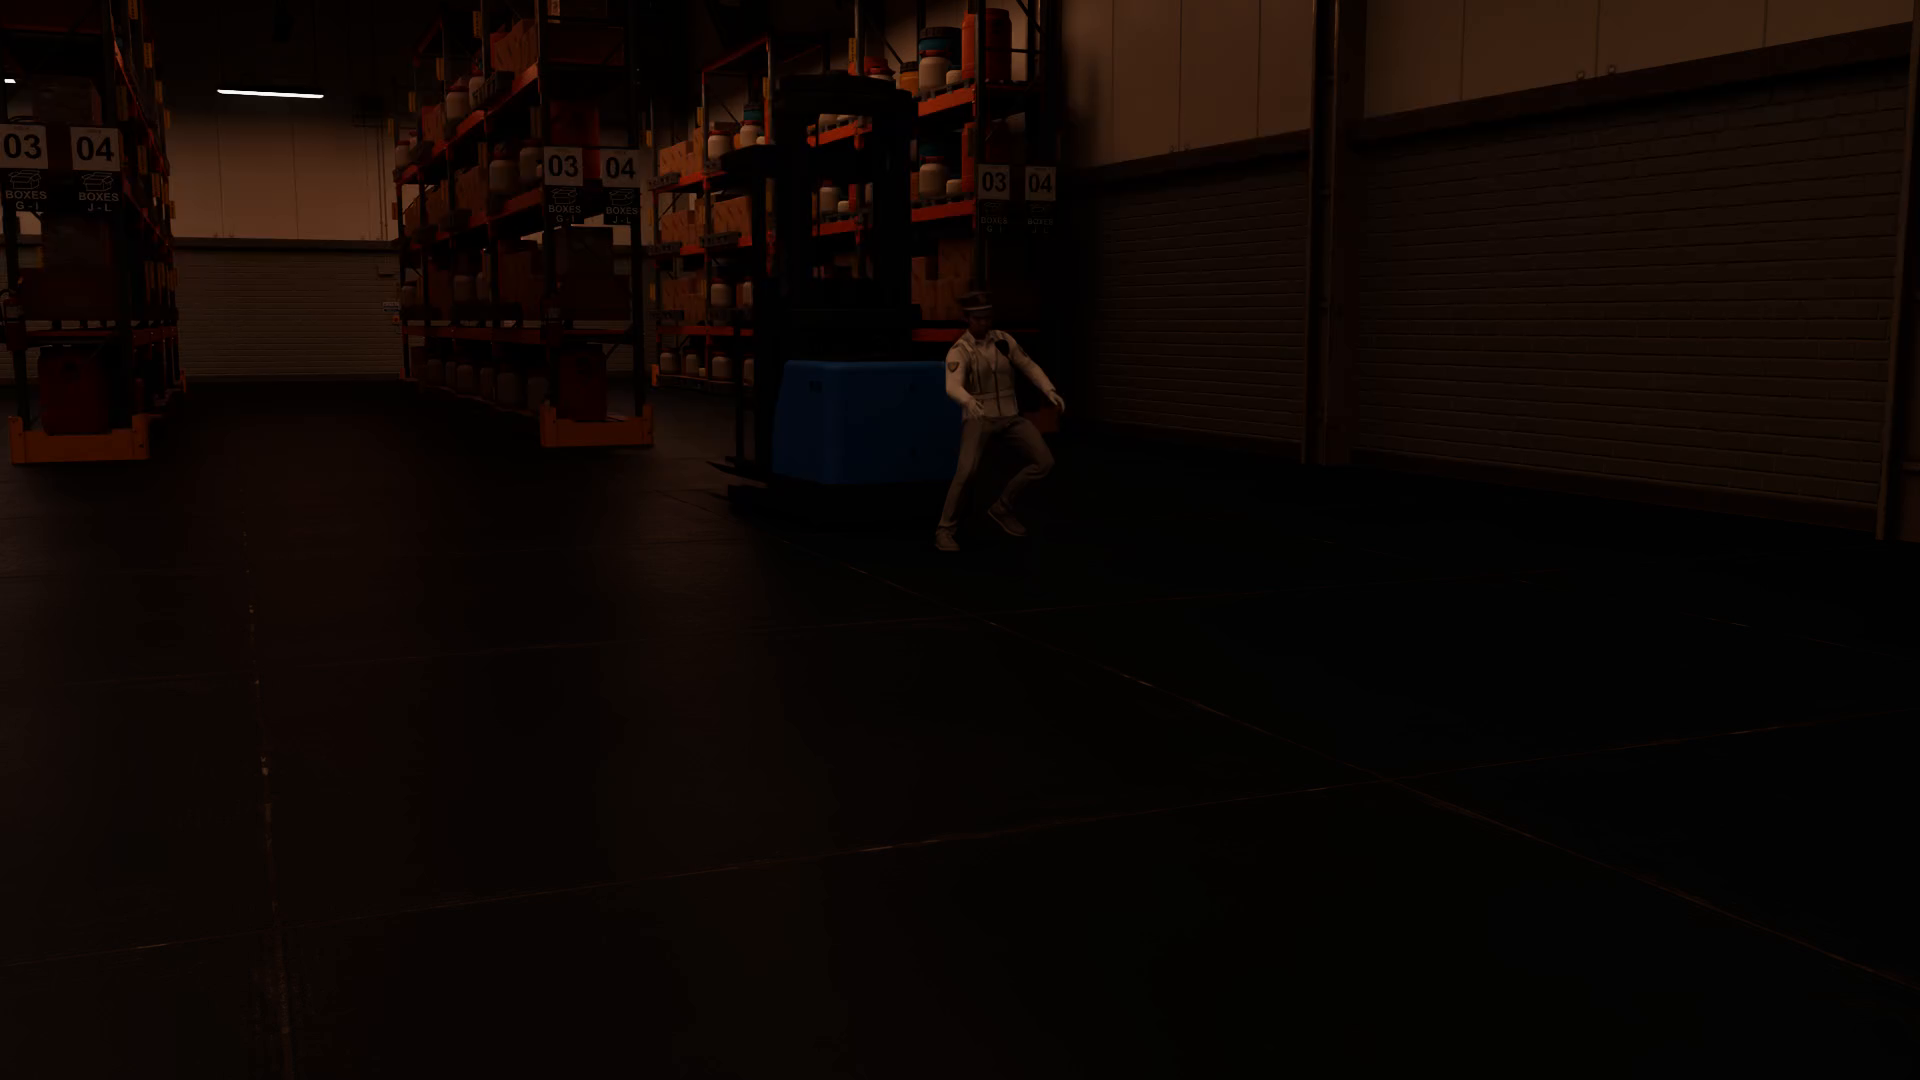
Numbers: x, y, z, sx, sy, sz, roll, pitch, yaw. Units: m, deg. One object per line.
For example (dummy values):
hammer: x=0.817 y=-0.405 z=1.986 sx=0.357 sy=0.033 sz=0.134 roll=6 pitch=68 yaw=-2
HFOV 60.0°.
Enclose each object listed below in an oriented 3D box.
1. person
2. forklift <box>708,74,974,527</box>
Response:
person: x=0.208 y=-0.710 z=9.772 sx=0.823 sy=1.502 sz=0.675 roll=-3 pitch=8 yaw=-22
forklift: x=-1.015 y=-1.688 z=11.745 sx=1.130 sy=2.935 sz=3.031 roll=-4 pitch=8 yaw=-26
